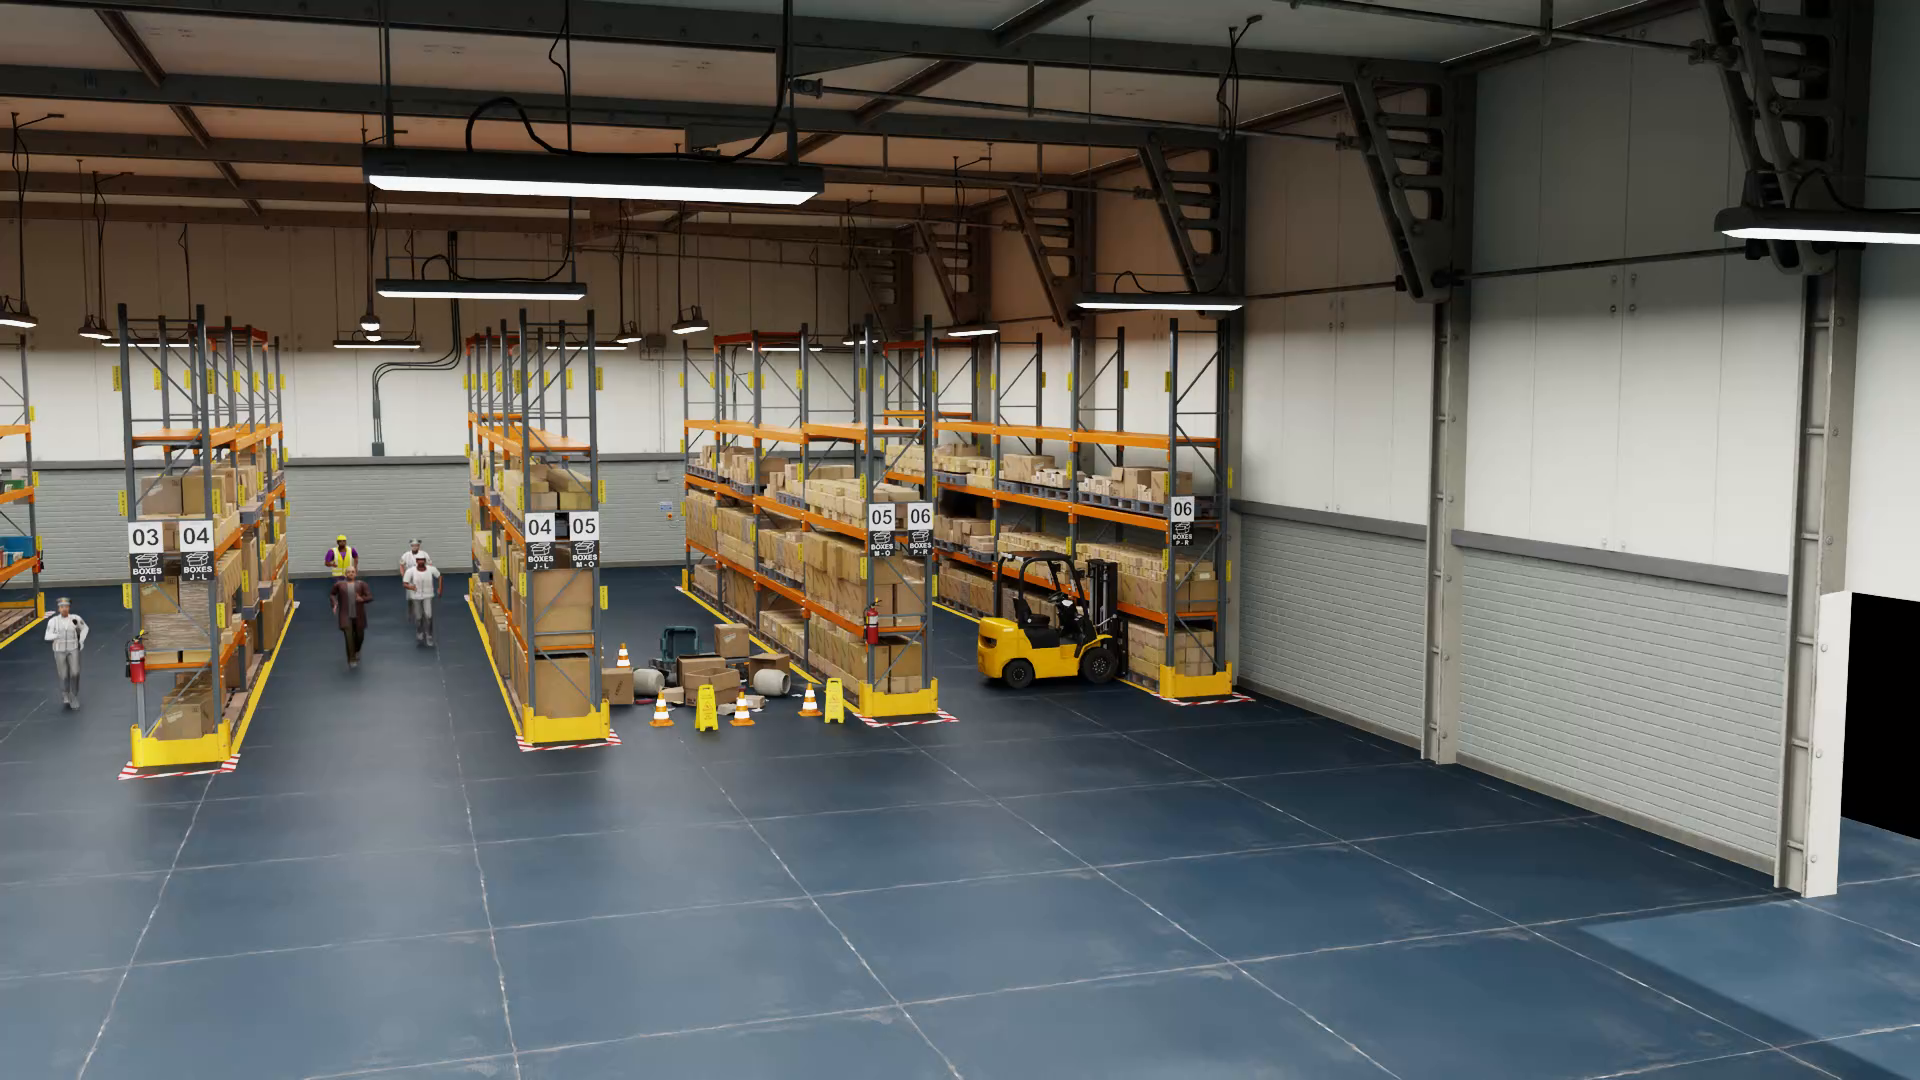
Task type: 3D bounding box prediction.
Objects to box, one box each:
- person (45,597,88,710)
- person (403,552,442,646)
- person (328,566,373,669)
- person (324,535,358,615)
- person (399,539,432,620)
[{"bbox_3d":[-13.716,1.741,25.559,0.592,1.734,0.684,-3,6,-27],"label":"person"},{"bbox_3d":[-10.220,1.143,31.656,0.726,1.840,0.744,-2,6,-18],"label":"person"},{"bbox_3d":[-10.681,1.330,29.202,0.710,1.753,1.055,-3,6,-26],"label":"person"},{"bbox_3d":[-13.070,0.789,35.164,0.674,1.816,0.799,-2,6,-21],"label":"person"},{"bbox_3d":[-11.365,0.838,34.767,0.671,1.750,0.591,-2,6,-19],"label":"person"}]
